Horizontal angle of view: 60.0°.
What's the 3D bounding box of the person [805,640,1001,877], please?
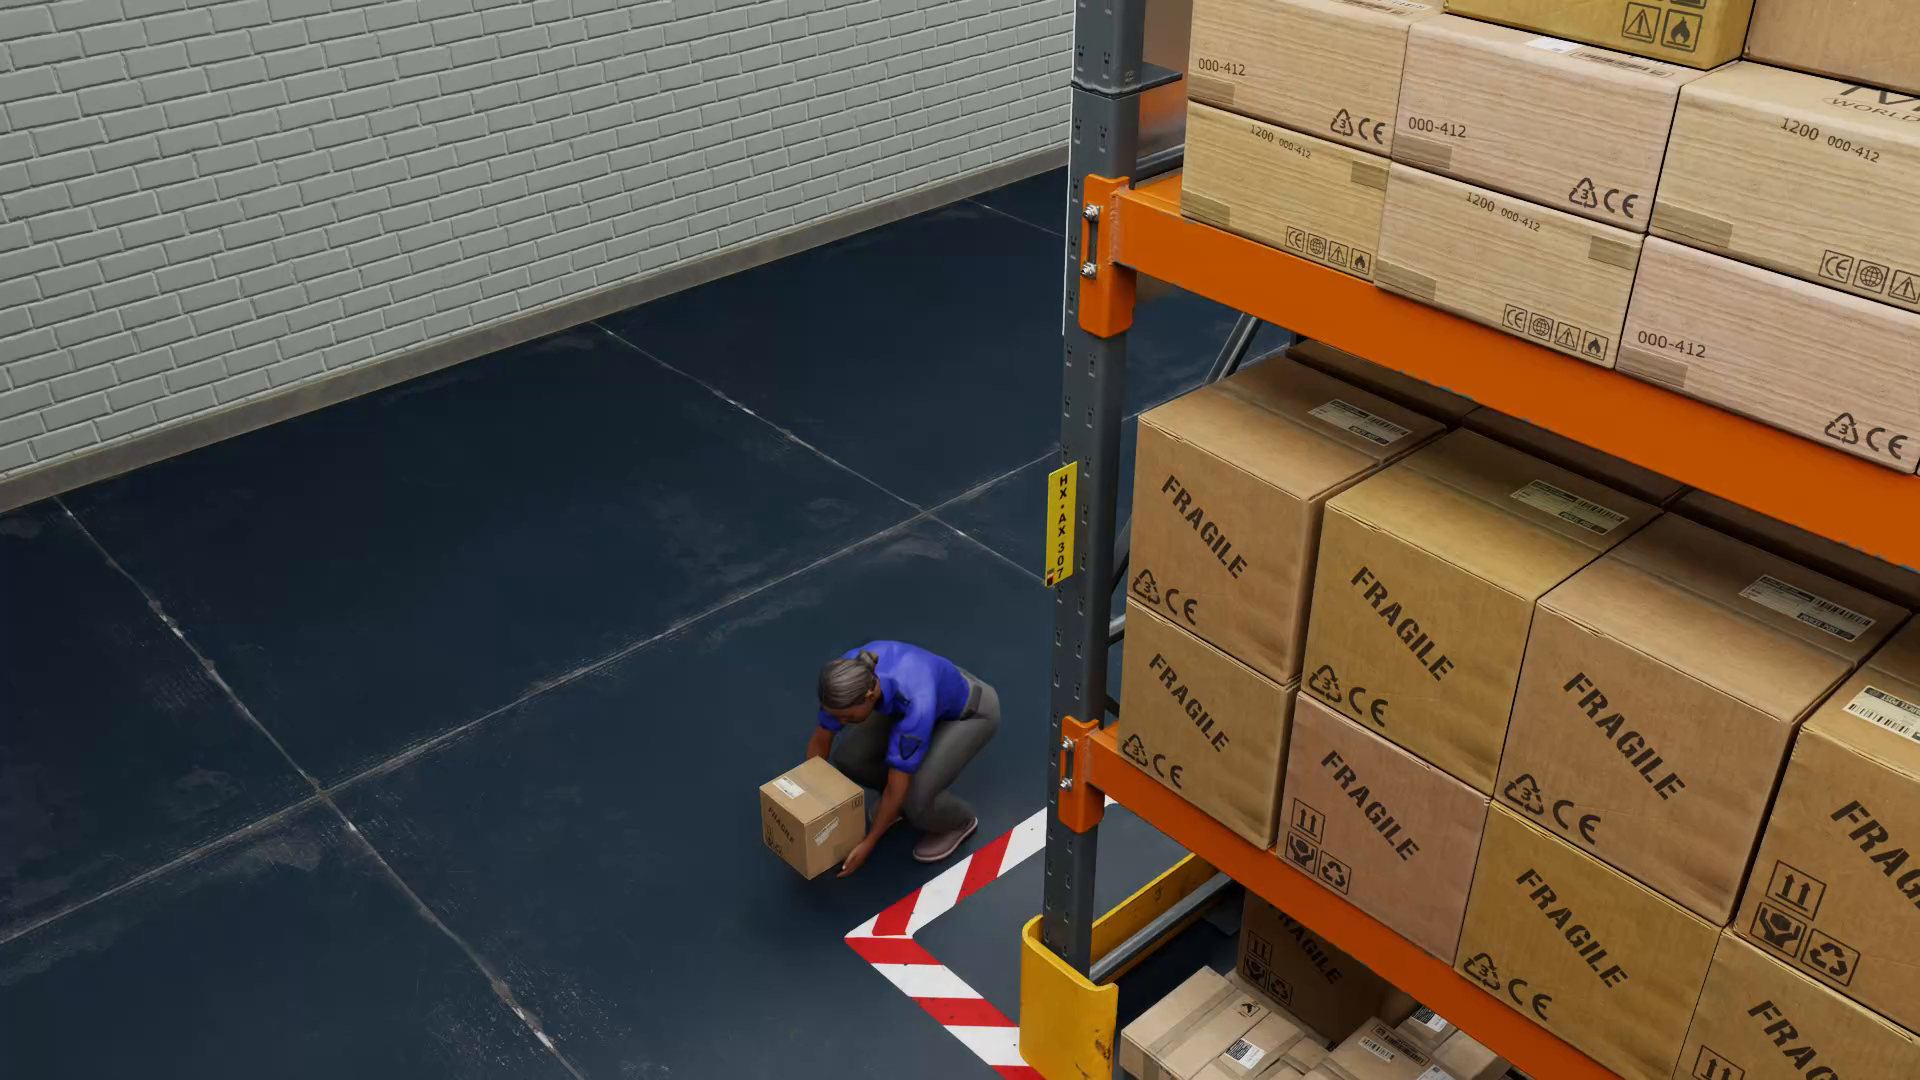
[{"bbox_3d":[-0.208,0.685,5.711,0.810,0.958,0.483,-26,40,-35],"label":"person"}]
